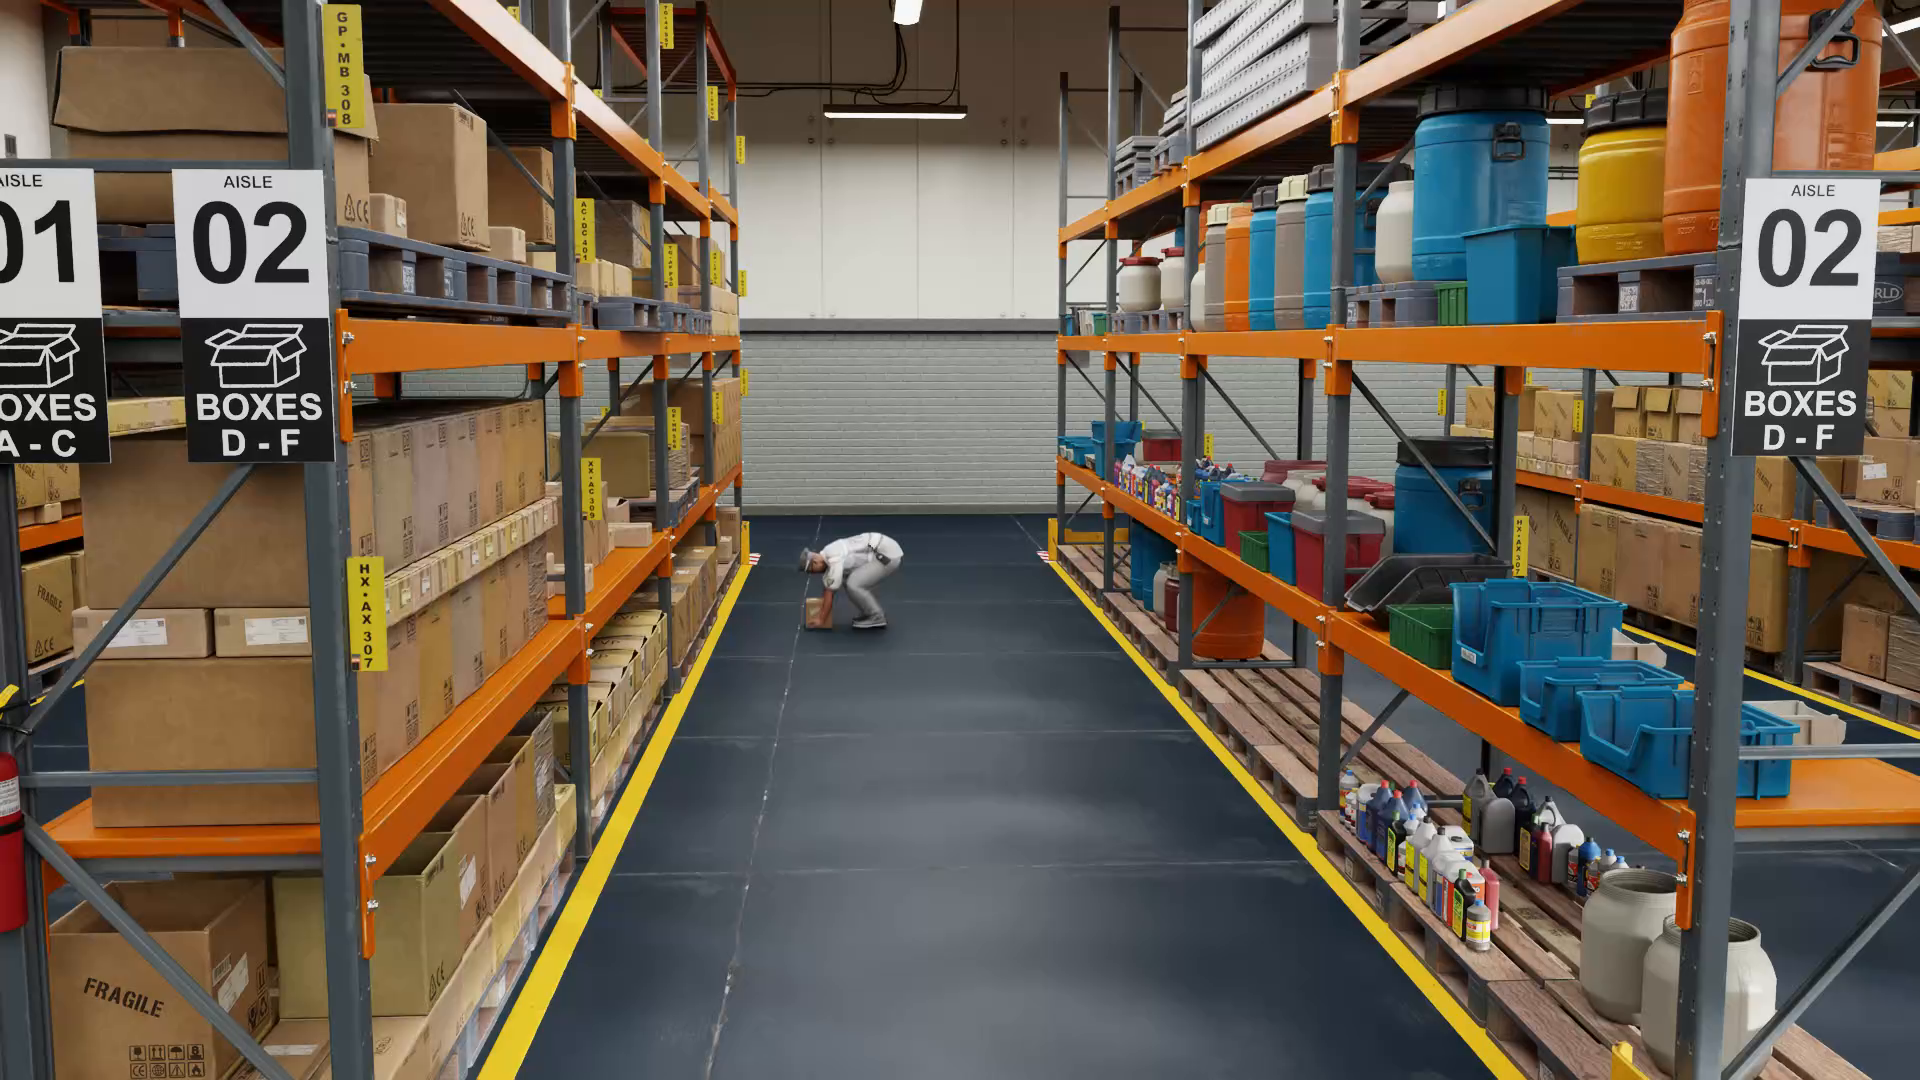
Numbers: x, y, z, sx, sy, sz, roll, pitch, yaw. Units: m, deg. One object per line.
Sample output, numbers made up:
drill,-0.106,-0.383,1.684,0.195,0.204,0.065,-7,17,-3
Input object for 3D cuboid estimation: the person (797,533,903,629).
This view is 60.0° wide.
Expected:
person,-1.061,0.394,16.074,1.028,0.912,0.543,-1,7,-6
